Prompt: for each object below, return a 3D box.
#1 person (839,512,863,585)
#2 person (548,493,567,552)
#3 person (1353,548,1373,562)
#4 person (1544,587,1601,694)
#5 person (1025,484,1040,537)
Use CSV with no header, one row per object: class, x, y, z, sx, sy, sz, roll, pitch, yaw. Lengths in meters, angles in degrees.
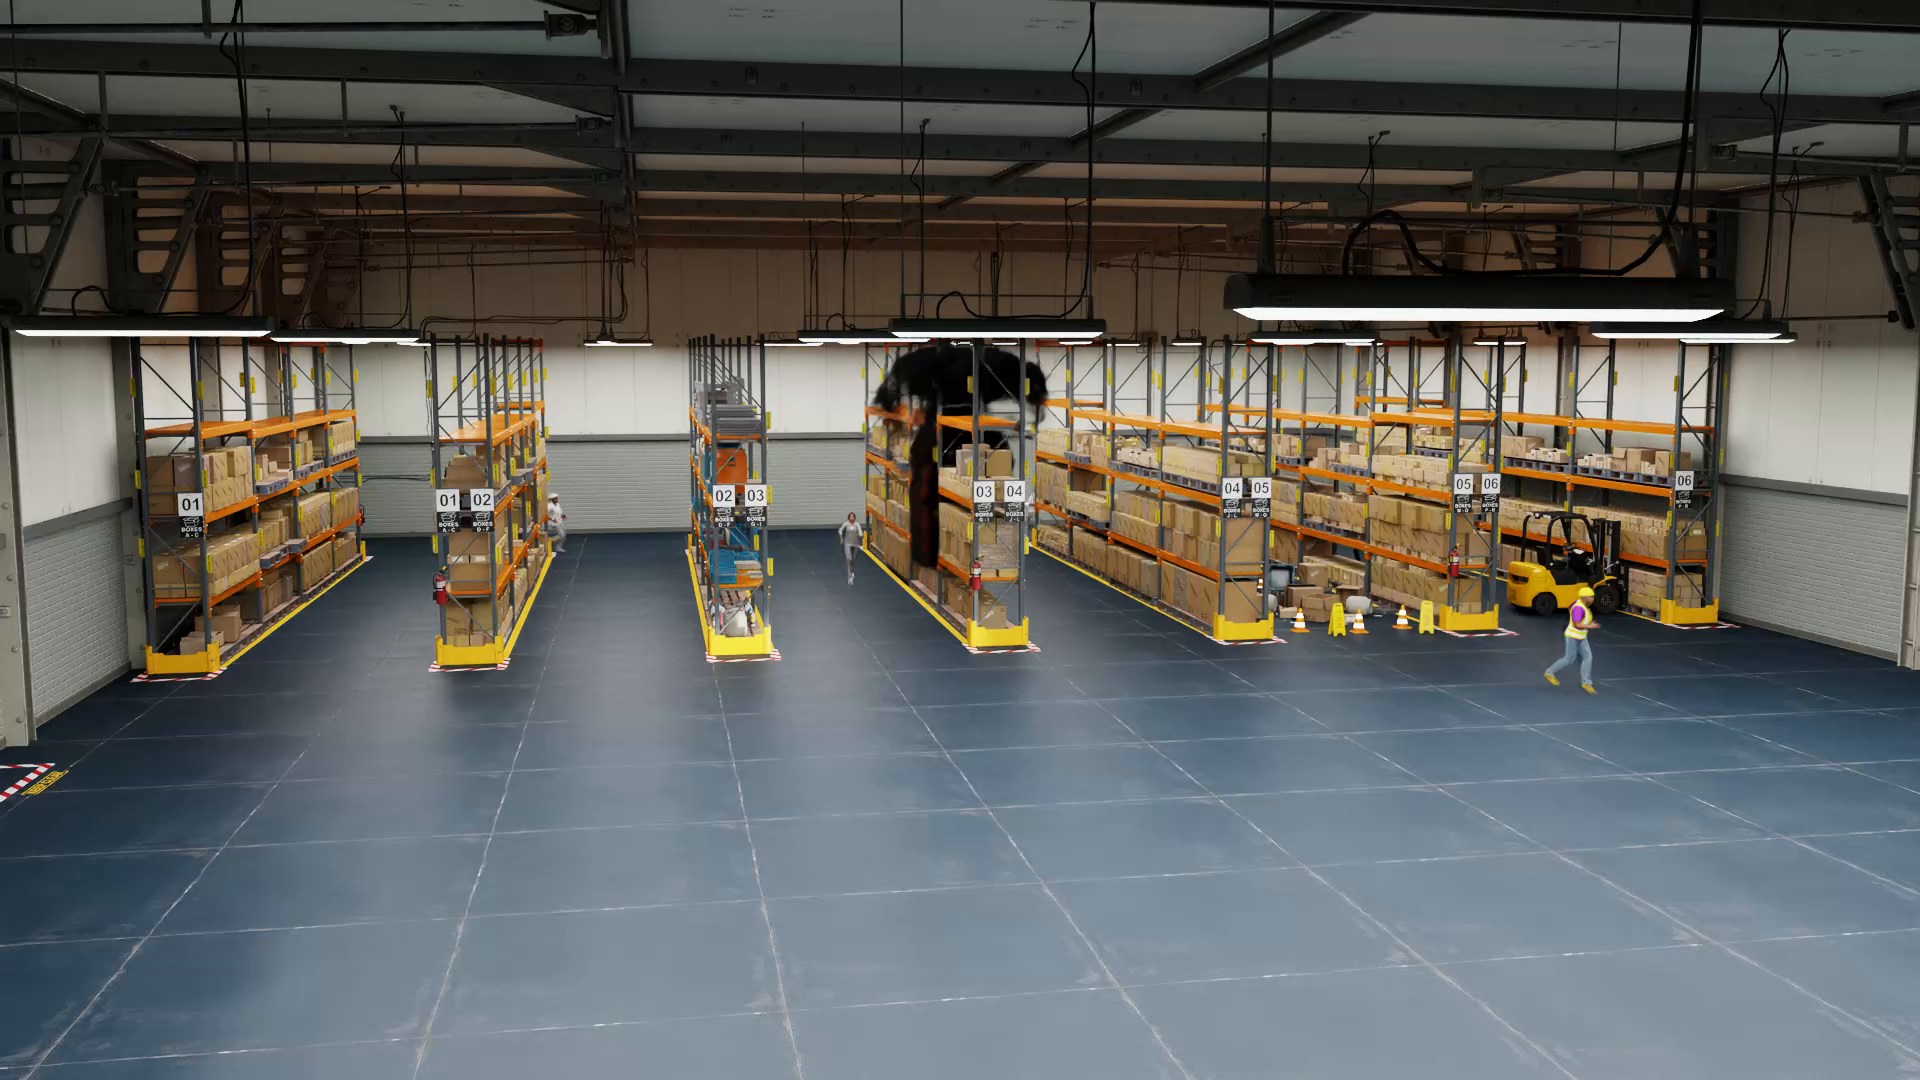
person,-2.541,0.178,38.944,0.510,1.672,0.698,-2,7,-16
person,-11.435,-0.491,47.005,0.561,1.686,0.702,1,7,8
person,10.471,0.019,43.257,0.539,1.558,0.761,-2,7,-14
person,10.306,1.682,27.931,0.925,1.816,0.714,5,8,36
person,2.183,-0.850,49.645,0.825,1.773,0.704,-1,7,-6
